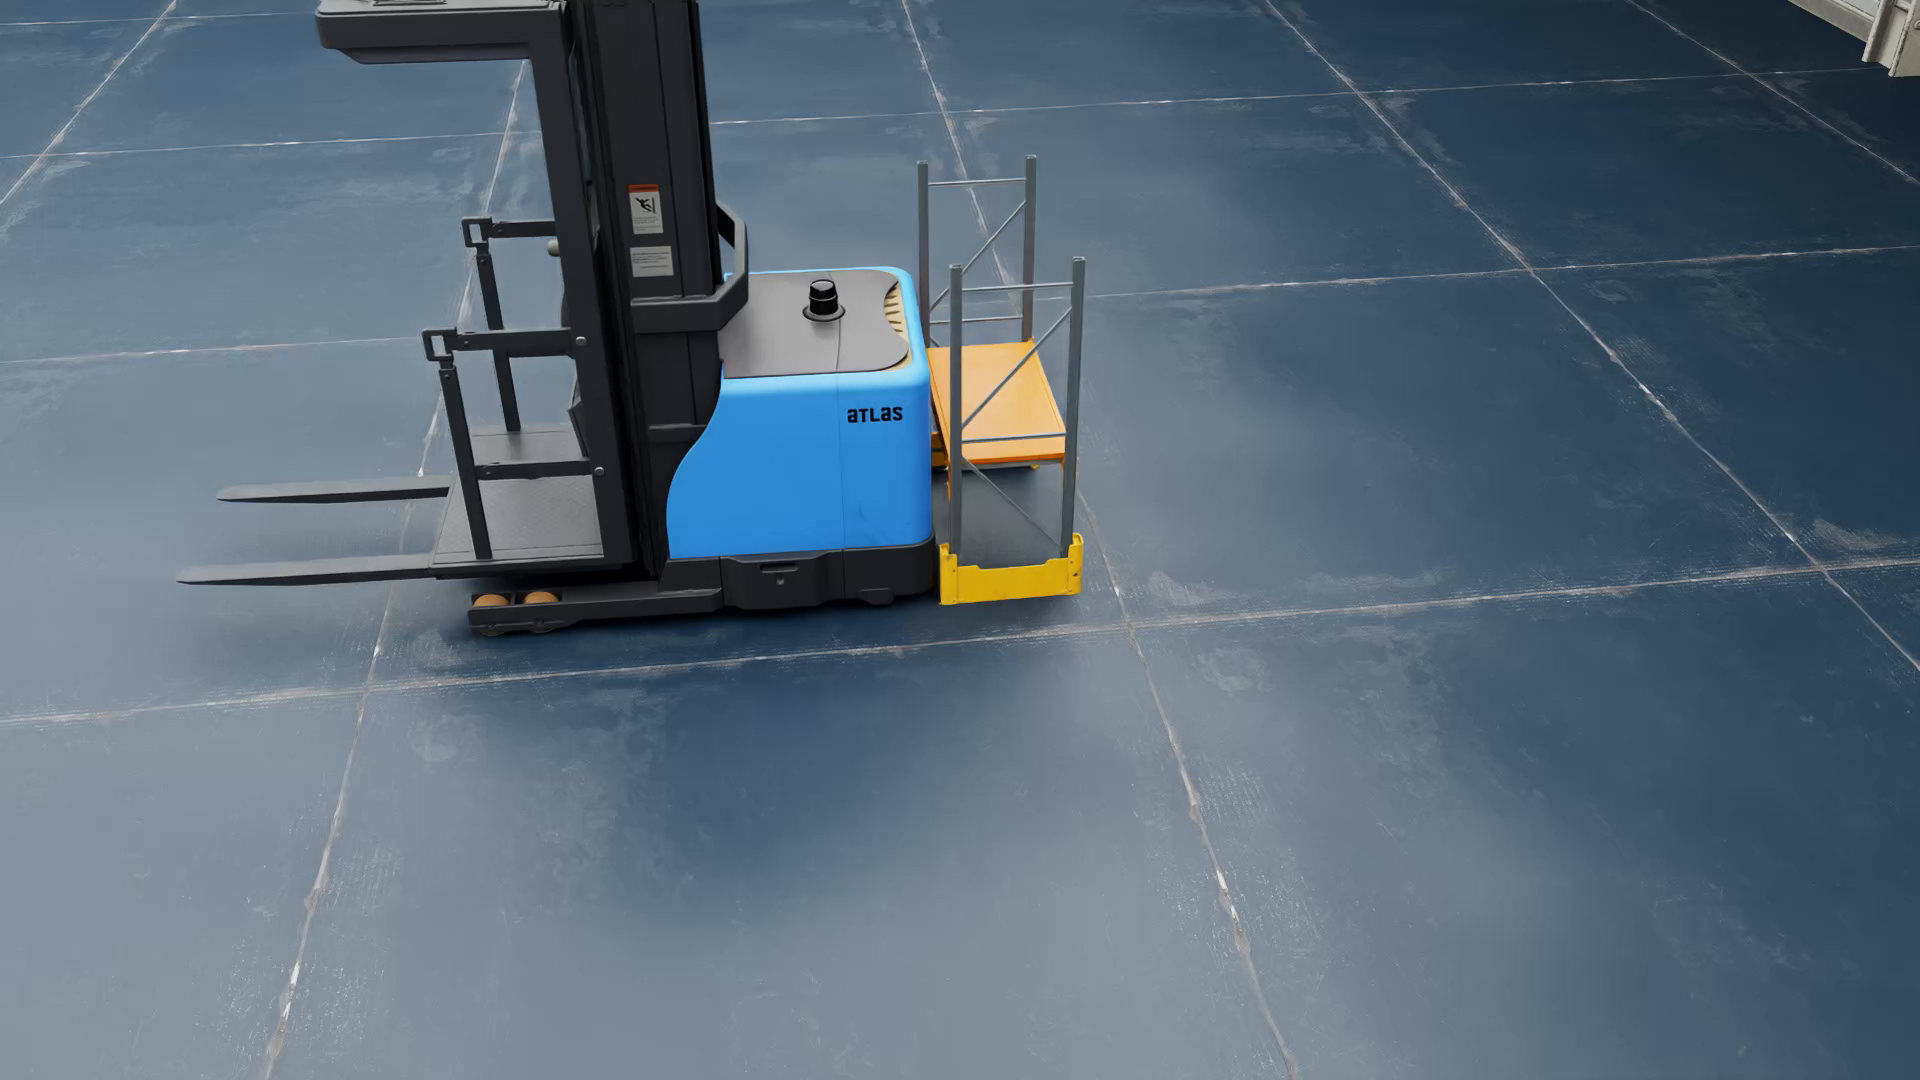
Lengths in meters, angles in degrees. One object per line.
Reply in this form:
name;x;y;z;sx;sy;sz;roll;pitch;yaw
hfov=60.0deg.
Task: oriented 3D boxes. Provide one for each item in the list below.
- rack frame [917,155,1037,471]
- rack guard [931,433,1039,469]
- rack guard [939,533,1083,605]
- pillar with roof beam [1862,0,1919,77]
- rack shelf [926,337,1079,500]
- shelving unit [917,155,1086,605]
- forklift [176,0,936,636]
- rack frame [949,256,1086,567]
rack frame;0.070;-0.963;7.331;0.500;1.500;0.032;-4;35;-7
rack guard;0.073;-0.436;7.668;0.587;0.250;0.087;-4;35;-7
rack guard;0.210;0.120;6.852;0.587;0.250;0.087;-4;35;-7
pillar with roof beam;2.736;-6.932;9.431;9.100;9.000;0.400;-4;35;-6
rack shelf;0.140;-0.531;7.017;0.538;0.185;1.000;-4;35;-7
shelving unit;0.142;-0.675;6.908;0.587;1.500;1.083;-4;35;-7
forklift;-1.651;-1.140;6.319;3.031;2.935;1.130;-3;34;-5
rack frame;0.211;-0.396;6.499;0.500;1.500;0.032;-4;35;-7
